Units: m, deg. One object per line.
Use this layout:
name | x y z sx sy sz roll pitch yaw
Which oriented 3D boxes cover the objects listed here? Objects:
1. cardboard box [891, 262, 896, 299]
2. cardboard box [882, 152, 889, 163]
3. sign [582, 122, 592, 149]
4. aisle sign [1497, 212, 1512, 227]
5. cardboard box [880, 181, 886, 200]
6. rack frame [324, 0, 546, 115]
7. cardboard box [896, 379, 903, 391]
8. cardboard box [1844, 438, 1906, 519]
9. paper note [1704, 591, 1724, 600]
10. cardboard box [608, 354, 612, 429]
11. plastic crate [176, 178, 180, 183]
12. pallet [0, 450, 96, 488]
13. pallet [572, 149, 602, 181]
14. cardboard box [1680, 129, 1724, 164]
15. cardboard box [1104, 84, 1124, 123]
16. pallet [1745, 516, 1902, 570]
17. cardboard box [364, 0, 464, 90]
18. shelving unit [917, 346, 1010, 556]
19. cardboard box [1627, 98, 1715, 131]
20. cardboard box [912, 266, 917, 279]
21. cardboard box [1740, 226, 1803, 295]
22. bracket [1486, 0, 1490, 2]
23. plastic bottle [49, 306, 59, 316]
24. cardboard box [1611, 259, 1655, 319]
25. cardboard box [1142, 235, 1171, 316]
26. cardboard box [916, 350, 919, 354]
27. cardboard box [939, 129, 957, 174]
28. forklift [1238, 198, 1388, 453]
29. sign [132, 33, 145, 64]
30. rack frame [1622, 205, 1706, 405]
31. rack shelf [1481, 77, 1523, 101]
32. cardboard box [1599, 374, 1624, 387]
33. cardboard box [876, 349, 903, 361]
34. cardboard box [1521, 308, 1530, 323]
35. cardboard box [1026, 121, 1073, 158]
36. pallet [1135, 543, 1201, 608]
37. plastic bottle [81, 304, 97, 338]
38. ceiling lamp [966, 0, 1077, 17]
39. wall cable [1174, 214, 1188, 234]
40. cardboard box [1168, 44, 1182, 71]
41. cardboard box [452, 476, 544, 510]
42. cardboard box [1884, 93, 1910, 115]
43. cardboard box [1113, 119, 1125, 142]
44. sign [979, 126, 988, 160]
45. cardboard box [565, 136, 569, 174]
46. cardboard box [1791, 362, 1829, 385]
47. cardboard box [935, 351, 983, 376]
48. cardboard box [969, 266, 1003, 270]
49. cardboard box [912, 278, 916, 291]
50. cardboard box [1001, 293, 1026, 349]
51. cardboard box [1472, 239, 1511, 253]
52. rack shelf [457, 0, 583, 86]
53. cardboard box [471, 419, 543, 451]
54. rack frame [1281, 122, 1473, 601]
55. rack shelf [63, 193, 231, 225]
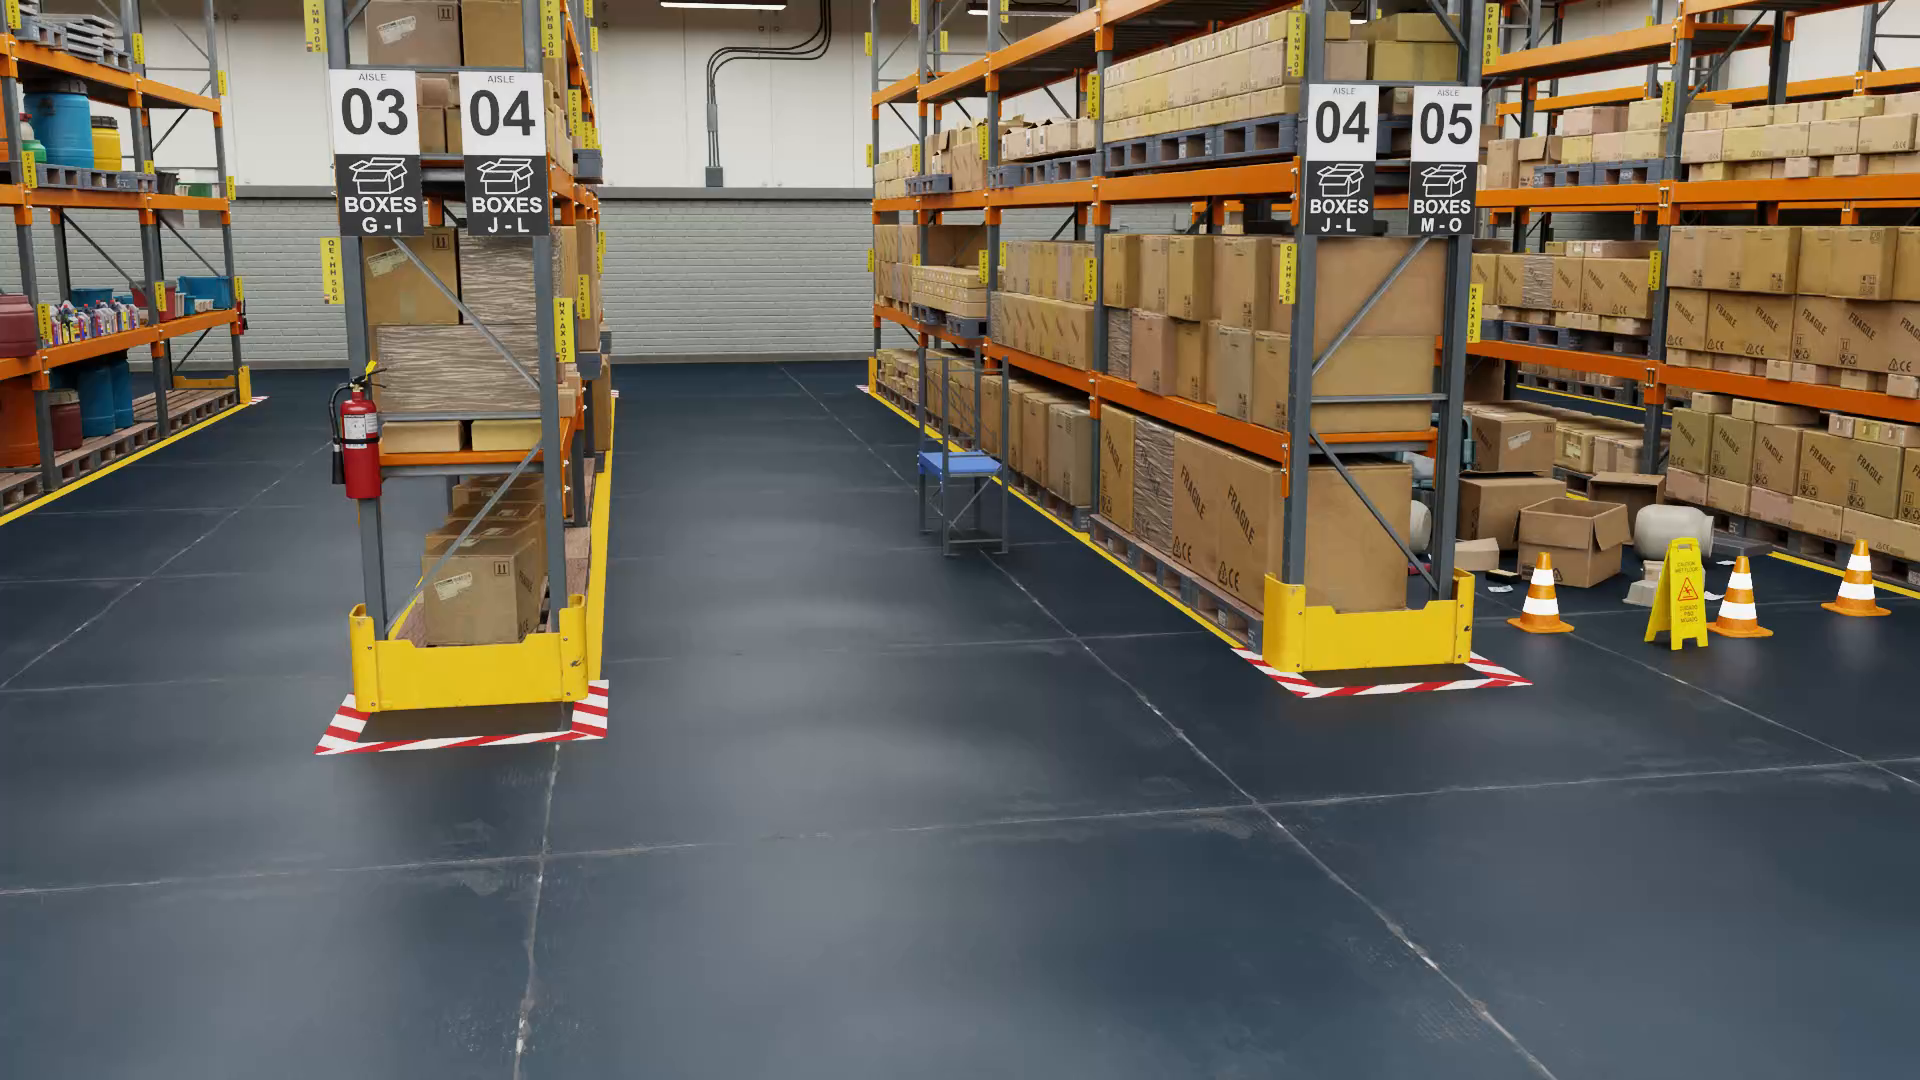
cardboard box | -0.649 -3.544 22.729 0.500 0.500 0.500 -2 11 -12
cardboard box | -0.883 -5.351 23.261 0.380 0.149 0.250 -2 11 -10
sign | -3.578 -3.839 15.940 0.100 0.325 0.005 -2 11 -11
aisle sign | 8.621 -5.380 26.488 0.394 0.787 0.004 -2 11 -11
cardboard box | -0.847 -4.933 23.470 0.500 0.250 0.500 -2 11 -9
rack frame | -2.555 -3.572 7.898 1.000 3.000 0.127 -2 11 -11
cardboard box | -0.680 -2.136 22.900 0.380 0.149 0.250 -2 11 -11
cardboard box | 6.649 -0.442 11.724 0.500 0.500 0.500 -2 11 -9
paper note | 5.029 0.372 11.160 0.148 0.019 0.142 -6 13 -31
cardboard box | -4.570 -1.708 18.707 1.225 0.875 0.875 -3 11 -13
plastic crate | -10.724 -4.708 22.237 0.497 0.269 0.590 -2 11 -11
pallet | -9.164 -0.685 16.233 1.003 0.211 1.213 -2 11 -11
pallet | -3.349 -2.857 12.665 1.213 0.211 1.003 -2 11 -11
cardboard box | 6.205 -3.174 13.436 0.500 0.250 0.500 -2 11 -12
cardboard box | 1.372 -3.222 12.296 0.500 0.250 0.500 -2 11 -11
pallet | 6.794 -0.003 12.649 1.003 0.211 1.213 -2 11 -11
cardboard box | -3.105 -2.815 9.539 0.500 0.500 0.500 -2 11 -11
shelving unit | 0.017 -0.721 12.974 0.538 1.500 1.048 -2 11 -11
cardboard box | 6.150 -3.673 14.388 0.500 0.250 0.500 -2 11 -10
cardboard box | -0.379 -3.274 20.333 0.380 0.149 0.250 -2 11 -8
cardboard box | 6.410 -2.129 12.625 0.700 0.500 0.500 -2 11 -12
bracket | 9.014 -9.255 28.127 0.235 0.232 0.430 -2 11 -11
plastic bottle | -9.960 -2.419 18.216 0.152 0.276 0.135 -2 11 -11
cardboard box | 6.073 -2.197 14.531 0.500 0.500 0.500 -2 11 -12
cardboard box | 1.781 -1.855 11.632 0.875 0.550 0.550 -2 11 -11
cardboard box | -0.438 -2.683 24.183 0.380 0.149 0.250 -2 11 -10
cardboard box | 0.168 -4.430 19.029 0.797 0.503 0.637 -2 11 -12
forklift | 3.381 -2.035 16.050 1.130 2.935 3.031 -3 11 -15
sign | -9.207 -5.510 18.637 0.100 0.325 0.005 -2 11 -11
rack frame | 9.700 -3.368 22.867 1.000 3.000 0.127 -2 11 -11
rack shelf | 5.221 -5.217 19.532 1.077 0.370 4.000 -2 11 -11
cardboard box | 9.303 -2.265 23.575 0.380 0.149 0.250 -2 11 -13
cardboard box | -1.013 -2.711 24.328 0.380 0.149 0.250 -3 11 -14
cardboard box | 5.770 -2.221 16.394 0.380 0.149 0.250 -2 11 -9
cardboard box | 0.896 -3.613 14.980 0.500 0.311 0.500 -2 11 -12
pallet | 1.864 0.216 11.498 1.003 0.211 1.213 -2 11 -11
plastic bottle | -9.033 -2.263 17.195 0.144 0.351 0.185 -2 11 -11
ceiling lamp | 1.154 -10.139 26.786 2.000 3.185 0.800 -2 11 -11
wall cable | 4.323 -5.506 31.386 0.588 1.984 0.122 -2 11 -11
cardboard box | 1.585 -3.160 10.901 0.380 0.149 0.250 -2 11 -11
cardboard box | -3.176 -0.157 11.564 0.500 0.500 0.500 1 11 7
cardboard box | 6.666 -3.016 11.537 0.380 0.149 0.250 -2 11 -13
cardboard box | 1.341 -3.000 12.193 0.380 0.149 0.250 -2 11 -11
sign | 0.241 -3.962 16.587 0.100 0.325 0.005 -2 11 -11
cardboard box | -2.897 -2.588 11.152 0.500 0.250 0.500 -2 11 -10
cardboard box | 6.450 -1.246 12.393 0.380 0.149 0.250 -2 11 -11
cardboard box | -0.014 -2.092 19.721 0.500 0.250 0.500 -2 11 -9
cardboard box | 0.319 -3.247 20.192 0.380 0.149 0.250 -2 11 -13
cardboard box | -0.379 -3.128 20.361 0.380 0.149 0.250 -2 11 -10
cardboard box | 0.698 -2.118 16.035 0.500 0.500 0.500 -2 11 -12
cardboard box | 5.754 -3.092 18.480 0.500 0.500 0.500 -2 11 -13
rack shelf | -3.722 -4.123 13.784 1.077 0.370 4.000 -2 11 -11
cardboard box | -2.377 -0.563 8.802 0.380 0.149 0.250 -2 11 -11
rack frame | 2.330 -0.787 9.309 1.000 3.000 0.127 -2 11 -11
rack shelf | -10.136 -4.133 20.789 1.077 0.370 4.000 -2 11 -11
